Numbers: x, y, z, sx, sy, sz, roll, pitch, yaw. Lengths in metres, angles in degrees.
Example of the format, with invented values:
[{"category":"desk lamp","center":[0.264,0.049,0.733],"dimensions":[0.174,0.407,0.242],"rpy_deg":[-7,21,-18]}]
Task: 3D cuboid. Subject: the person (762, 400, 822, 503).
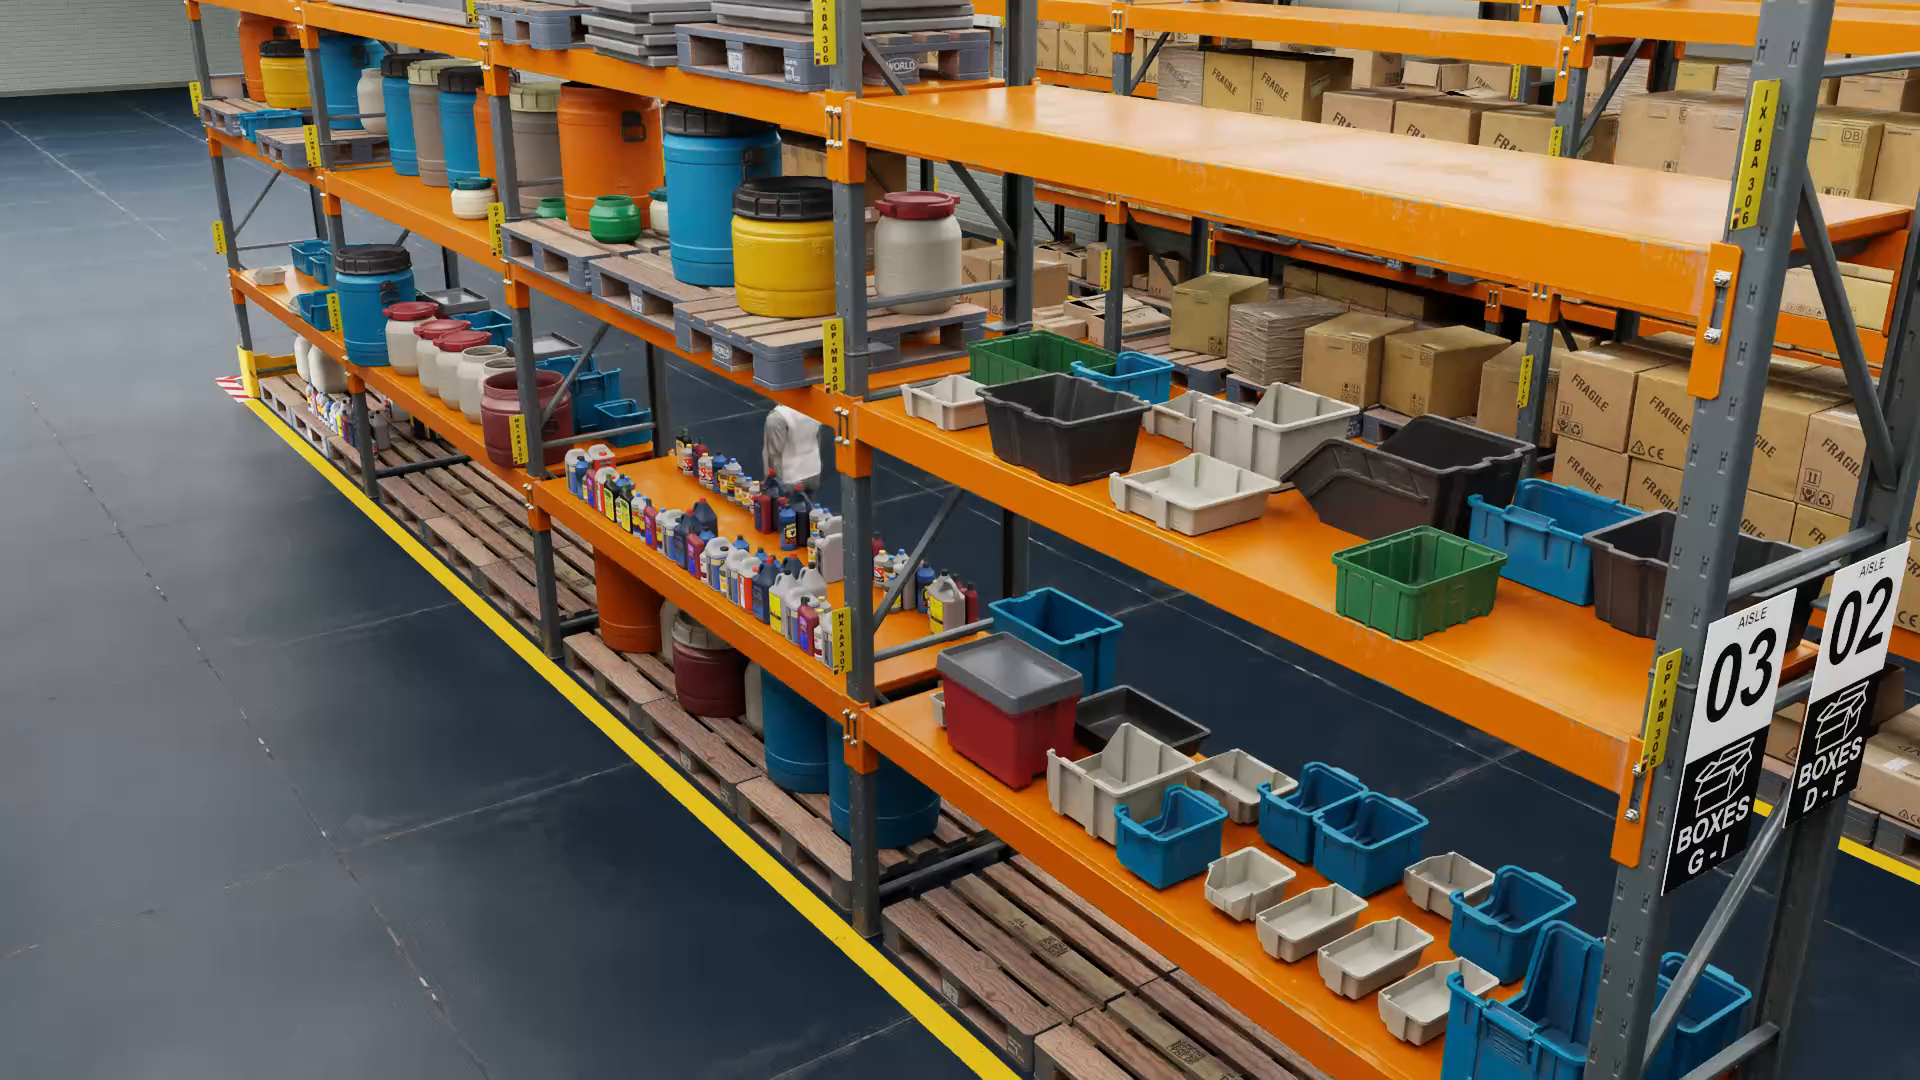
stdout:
[{"category":"person","center":[-1.262,-0.471,12.232],"dimensions":[0.541,1.790,0.467],"rpy_deg":[-19,28,-39]}]
